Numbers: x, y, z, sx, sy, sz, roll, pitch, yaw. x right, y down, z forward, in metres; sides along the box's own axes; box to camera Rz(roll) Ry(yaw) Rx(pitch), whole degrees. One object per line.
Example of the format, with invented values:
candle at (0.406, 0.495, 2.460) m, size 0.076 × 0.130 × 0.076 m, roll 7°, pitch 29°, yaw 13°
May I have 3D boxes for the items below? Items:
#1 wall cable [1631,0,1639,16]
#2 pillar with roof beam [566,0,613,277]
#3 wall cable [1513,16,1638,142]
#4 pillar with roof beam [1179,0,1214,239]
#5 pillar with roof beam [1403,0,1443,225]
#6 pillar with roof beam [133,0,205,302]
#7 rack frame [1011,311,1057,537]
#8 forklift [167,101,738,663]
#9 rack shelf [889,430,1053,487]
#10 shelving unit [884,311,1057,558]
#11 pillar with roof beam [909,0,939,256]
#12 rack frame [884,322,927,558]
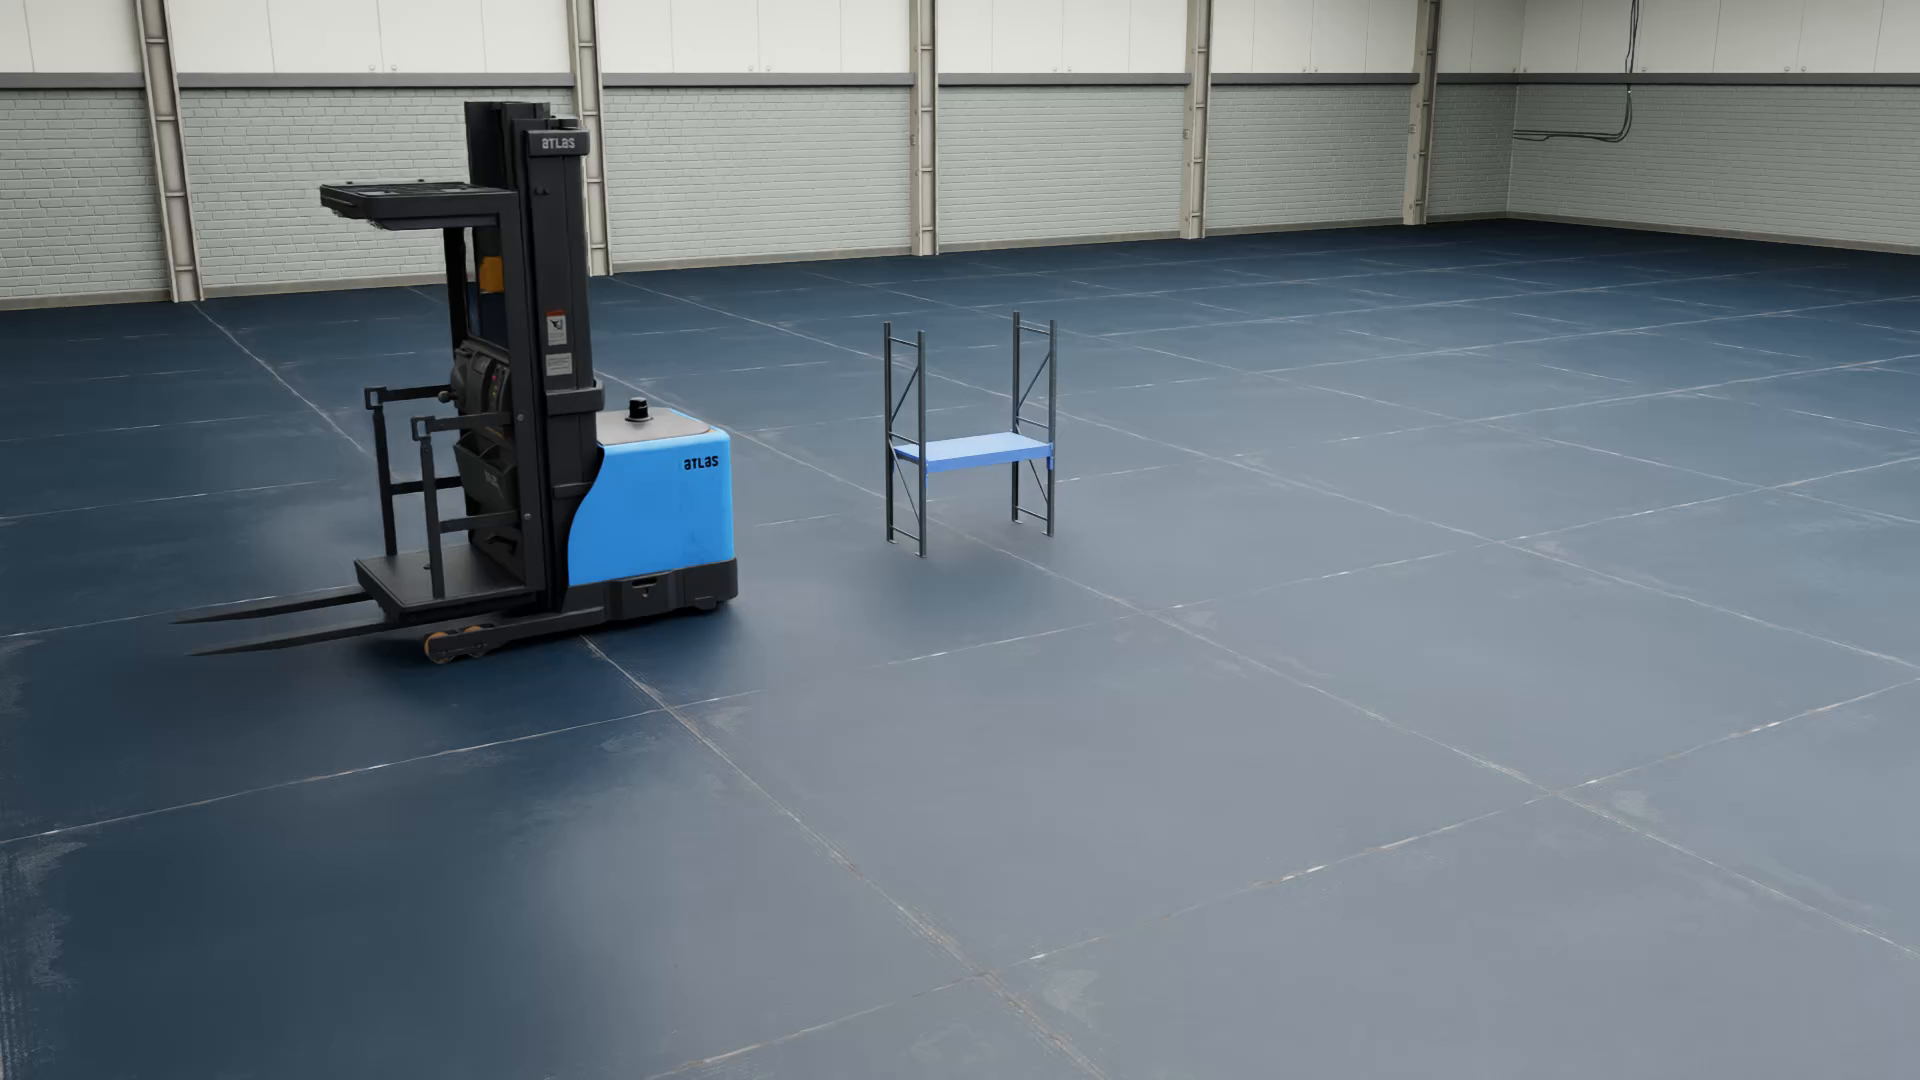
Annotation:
wall cable at (14.263, -11.471, 32.054) m, size 0.112 × 2.526 × 3.097 m, roll -9°, pitch 18°, yaw -30°
pillar with roof beam at (-3.549, -7.558, 21.701) m, size 0.400 × 9.000 × 9.100 m, roll -9°, pitch 18°, yaw -30°
wall cable at (12.870, -9.665, 34.968) m, size 0.112 × 2.526 × 3.097 m, roll -9°, pitch 18°, yaw -30°
pillar with roof beam at (6.738, -9.226, 27.651) m, size 0.400 × 9.000 × 9.100 m, roll -9°, pitch 18°, yaw -30°
pillar with roof beam at (11.881, -10.060, 30.627) m, size 0.400 × 9.000 × 9.100 m, roll -9°, pitch 18°, yaw -30°
pillar with roof beam at (-8.692, -6.724, 18.725) m, size 0.400 × 9.000 × 9.100 m, roll -9°, pitch 18°, yaw -30°
rack frame at (0.509, -0.805, 11.502) m, size 0.032 × 1.500 × 0.500 m, roll -9°, pitch 18°, yaw -30°
forklift at (-2.849, -0.904, 9.203) m, size 3.031 × 2.935 × 1.130 m, roll -10°, pitch 18°, yaw -31°
rack shelf at (0.073, -0.561, 11.298) m, size 1.000 × 0.185 × 0.538 m, roll -9°, pitch 18°, yaw -30°
shelving unit at (0.073, -0.734, 11.250) m, size 1.048 × 1.500 × 0.538 m, roll -9°, pitch 18°, yaw -30°
pillar with roof beam at (1.595, -8.392, 24.676) m, size 0.400 × 9.000 × 9.100 m, roll -9°, pitch 18°, yaw -30°
rack frame at (-0.363, -0.663, 10.998) m, size 0.032 × 1.500 × 0.500 m, roll -9°, pitch 18°, yaw -30°
